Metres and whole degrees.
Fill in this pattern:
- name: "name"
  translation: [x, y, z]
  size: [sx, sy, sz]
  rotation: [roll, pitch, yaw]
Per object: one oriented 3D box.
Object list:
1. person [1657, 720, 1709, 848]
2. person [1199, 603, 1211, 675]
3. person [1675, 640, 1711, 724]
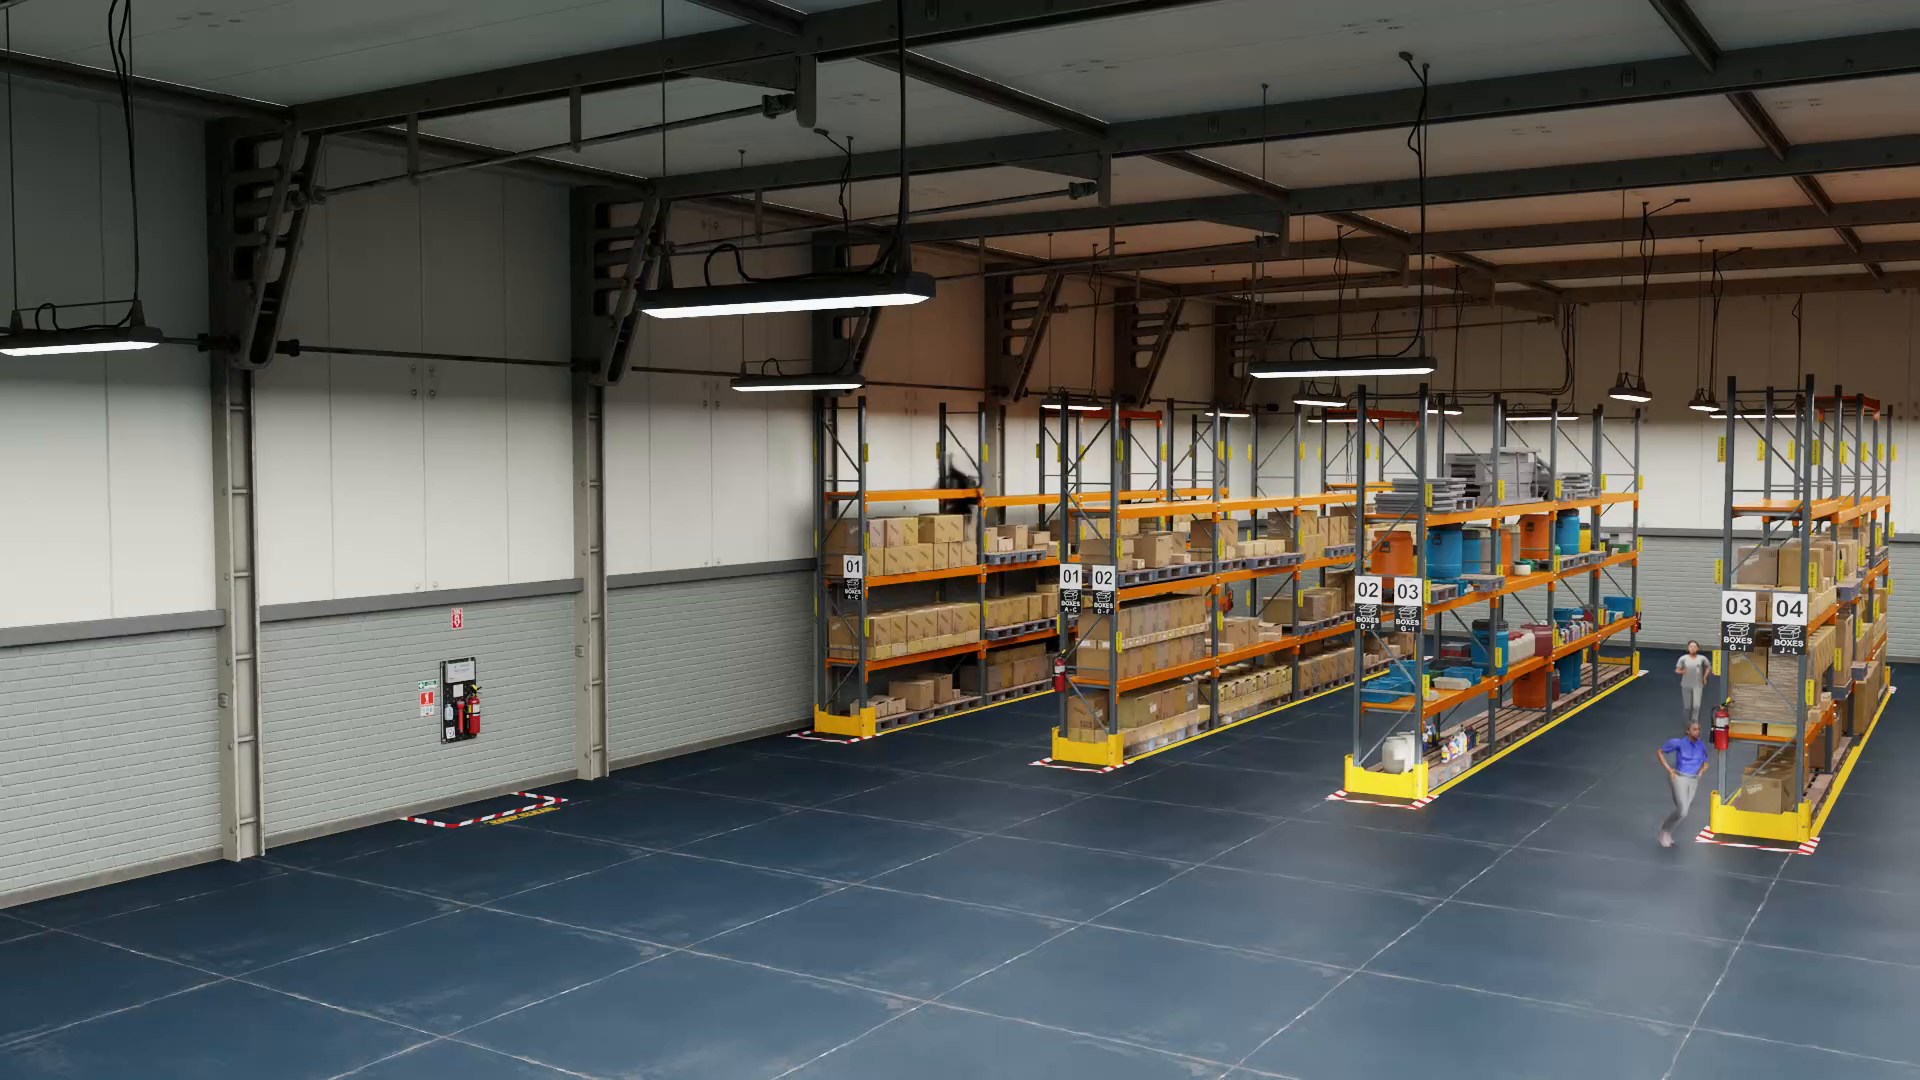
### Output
- name: "person"
  translation: [9.190, 3.095, 21.075]
  size: [0.579, 1.610, 0.609]
  rotation: [-1, 3, -13]
- name: "person"
  translation: [5.273, 2.210, 35.578]
  size: [0.629, 1.711, 0.777]
  rotation: [2, 3, 28]
- name: "person"
  translation: [12.894, 2.547, 29.275]
  size: [0.559, 1.574, 0.751]
  rotation: [2, 3, 27]
